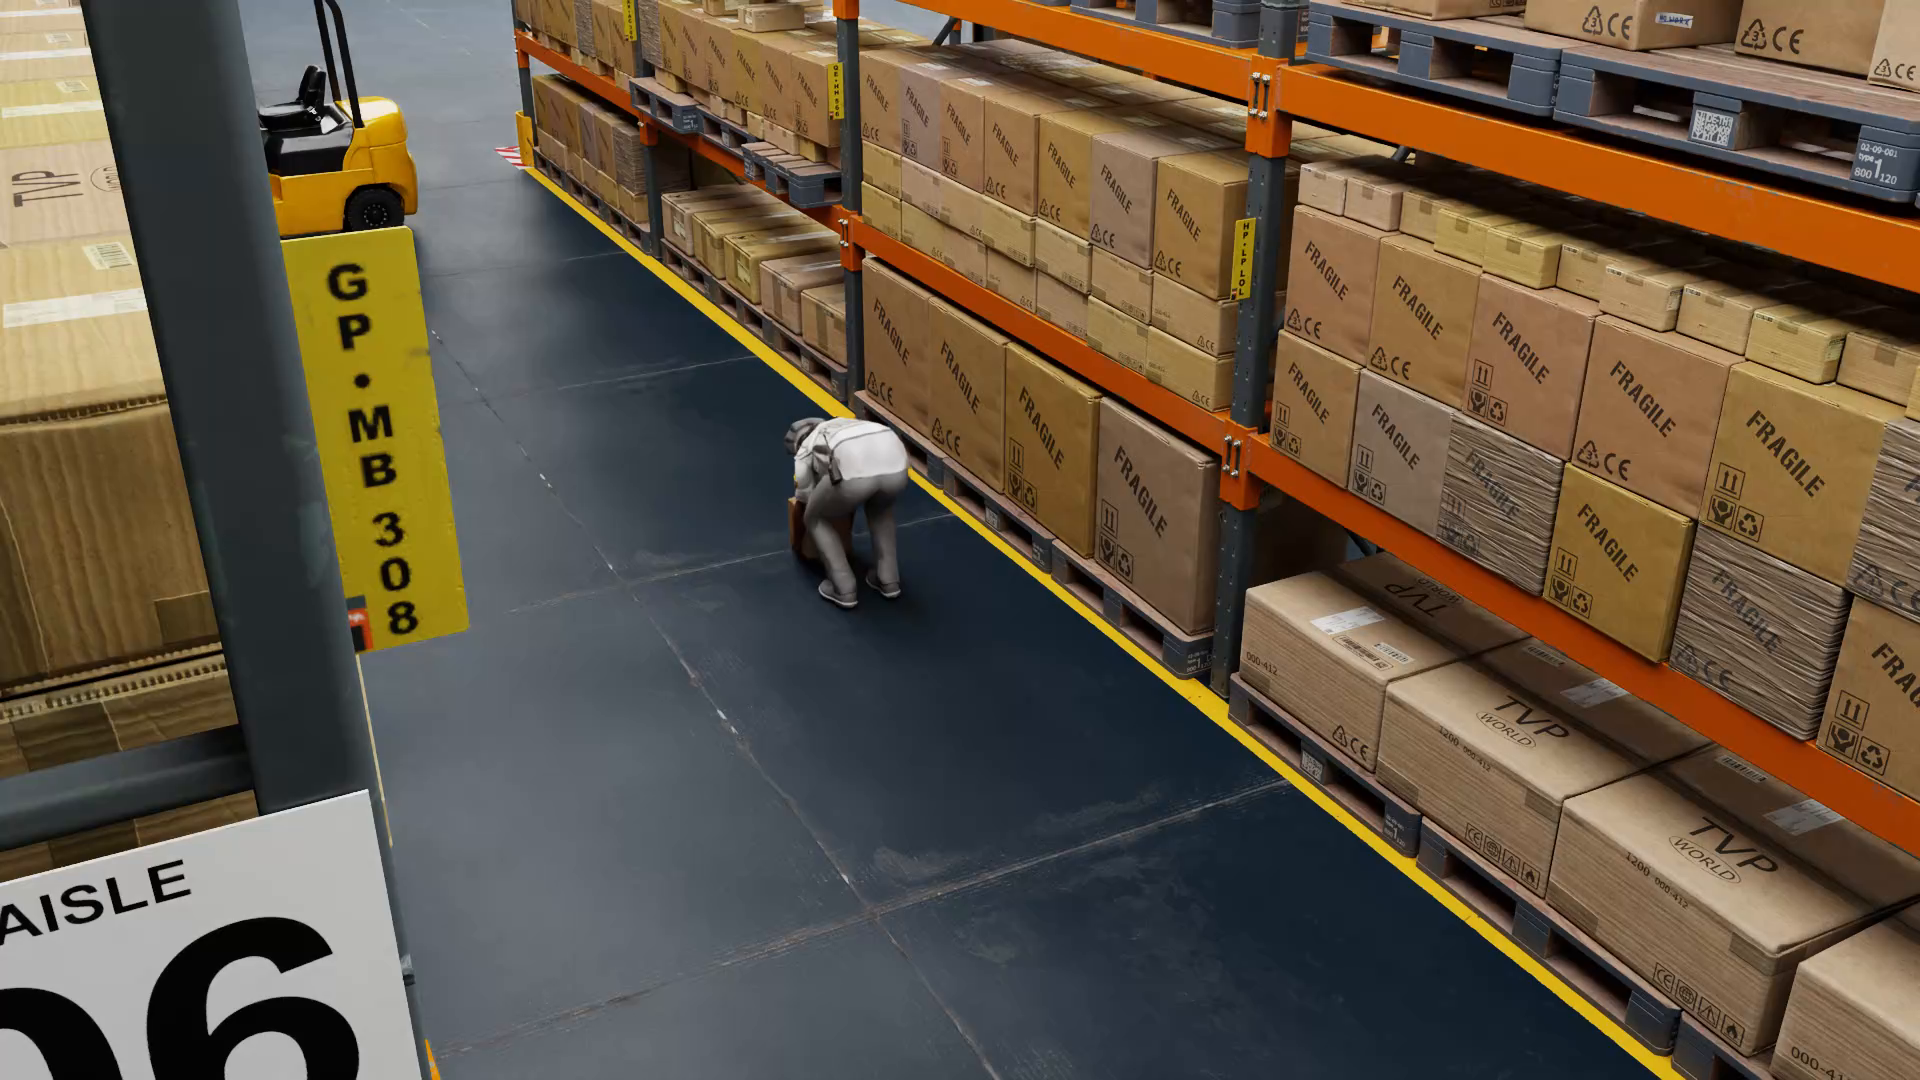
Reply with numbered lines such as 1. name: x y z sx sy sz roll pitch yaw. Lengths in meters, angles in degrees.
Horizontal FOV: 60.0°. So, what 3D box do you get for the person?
1. person: -0.589 -0.201 8.387 0.464 0.921 0.906 -14 29 -27
